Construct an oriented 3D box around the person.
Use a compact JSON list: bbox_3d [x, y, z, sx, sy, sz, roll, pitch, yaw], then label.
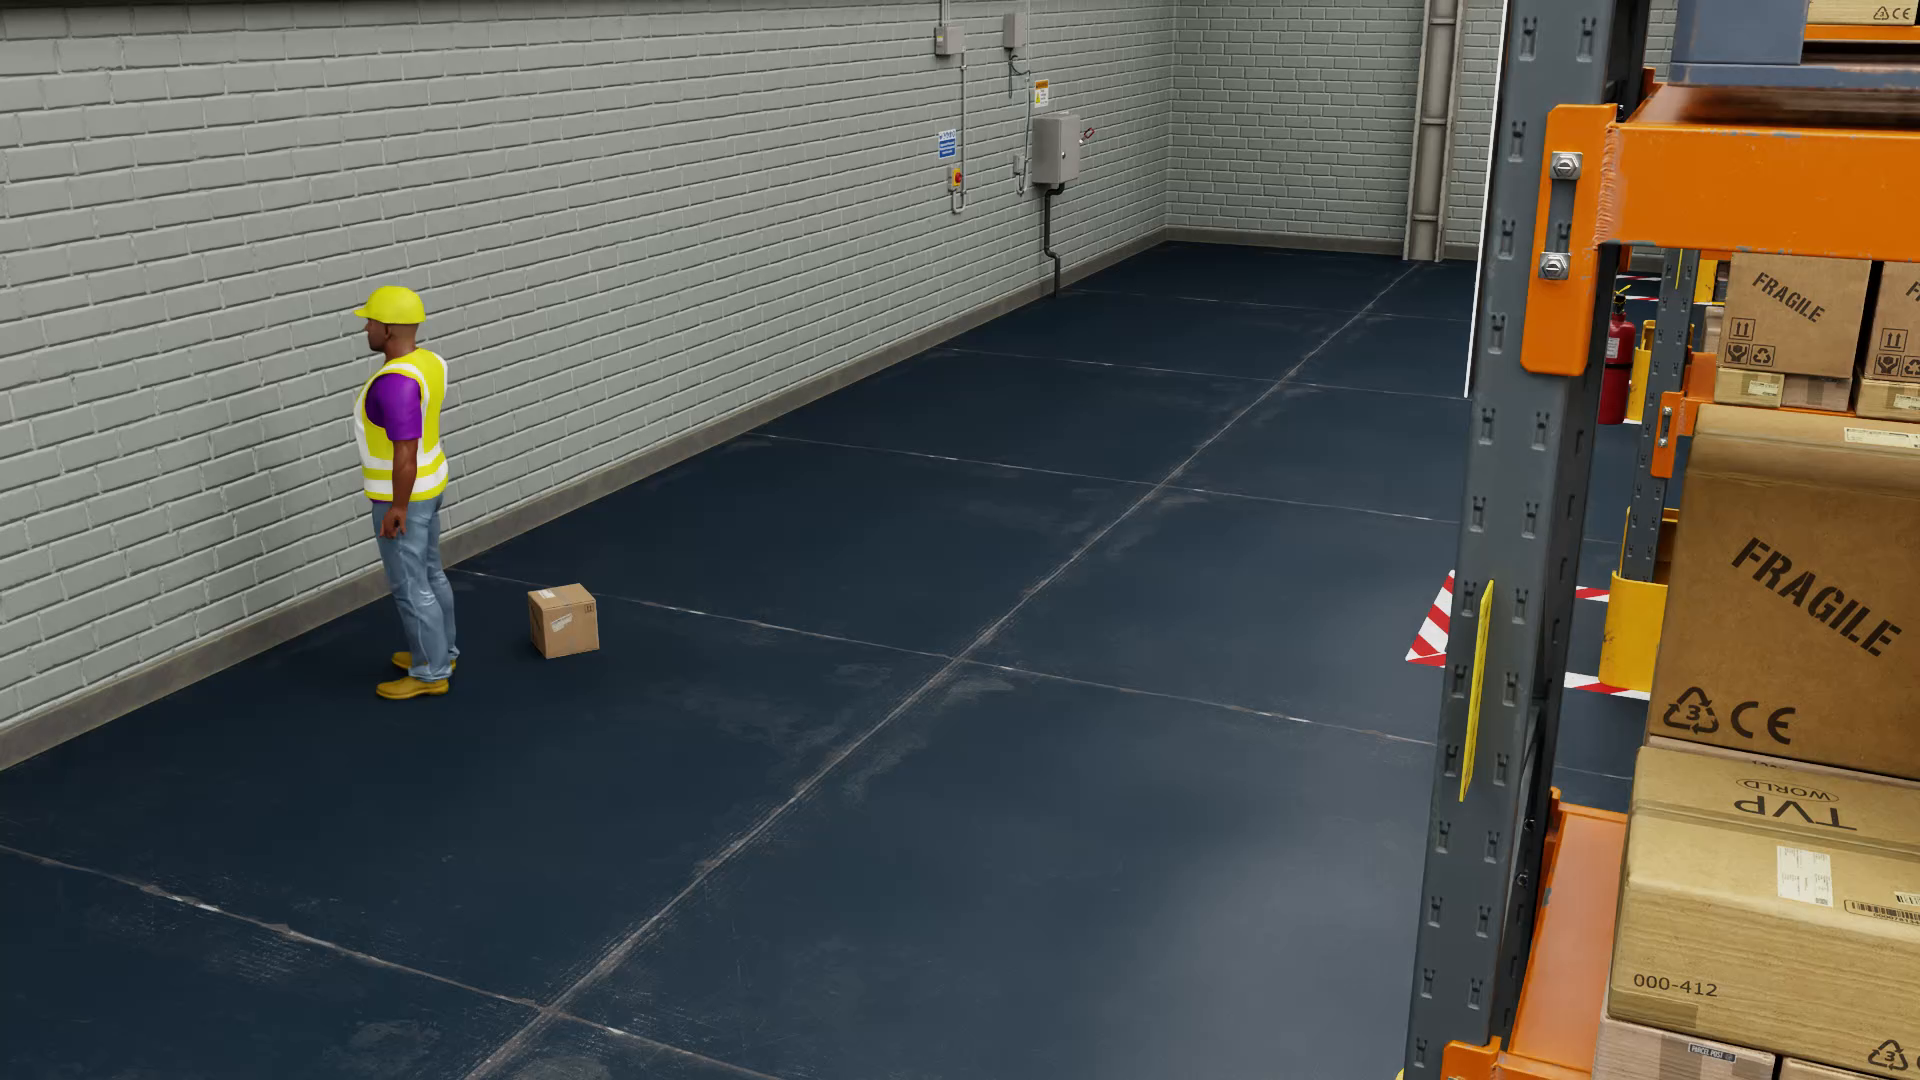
[{"bbox_3d":[-2.381,-0.205,7.121,0.390,1.771,0.564,-1,19,-3],"label":"person"}]
